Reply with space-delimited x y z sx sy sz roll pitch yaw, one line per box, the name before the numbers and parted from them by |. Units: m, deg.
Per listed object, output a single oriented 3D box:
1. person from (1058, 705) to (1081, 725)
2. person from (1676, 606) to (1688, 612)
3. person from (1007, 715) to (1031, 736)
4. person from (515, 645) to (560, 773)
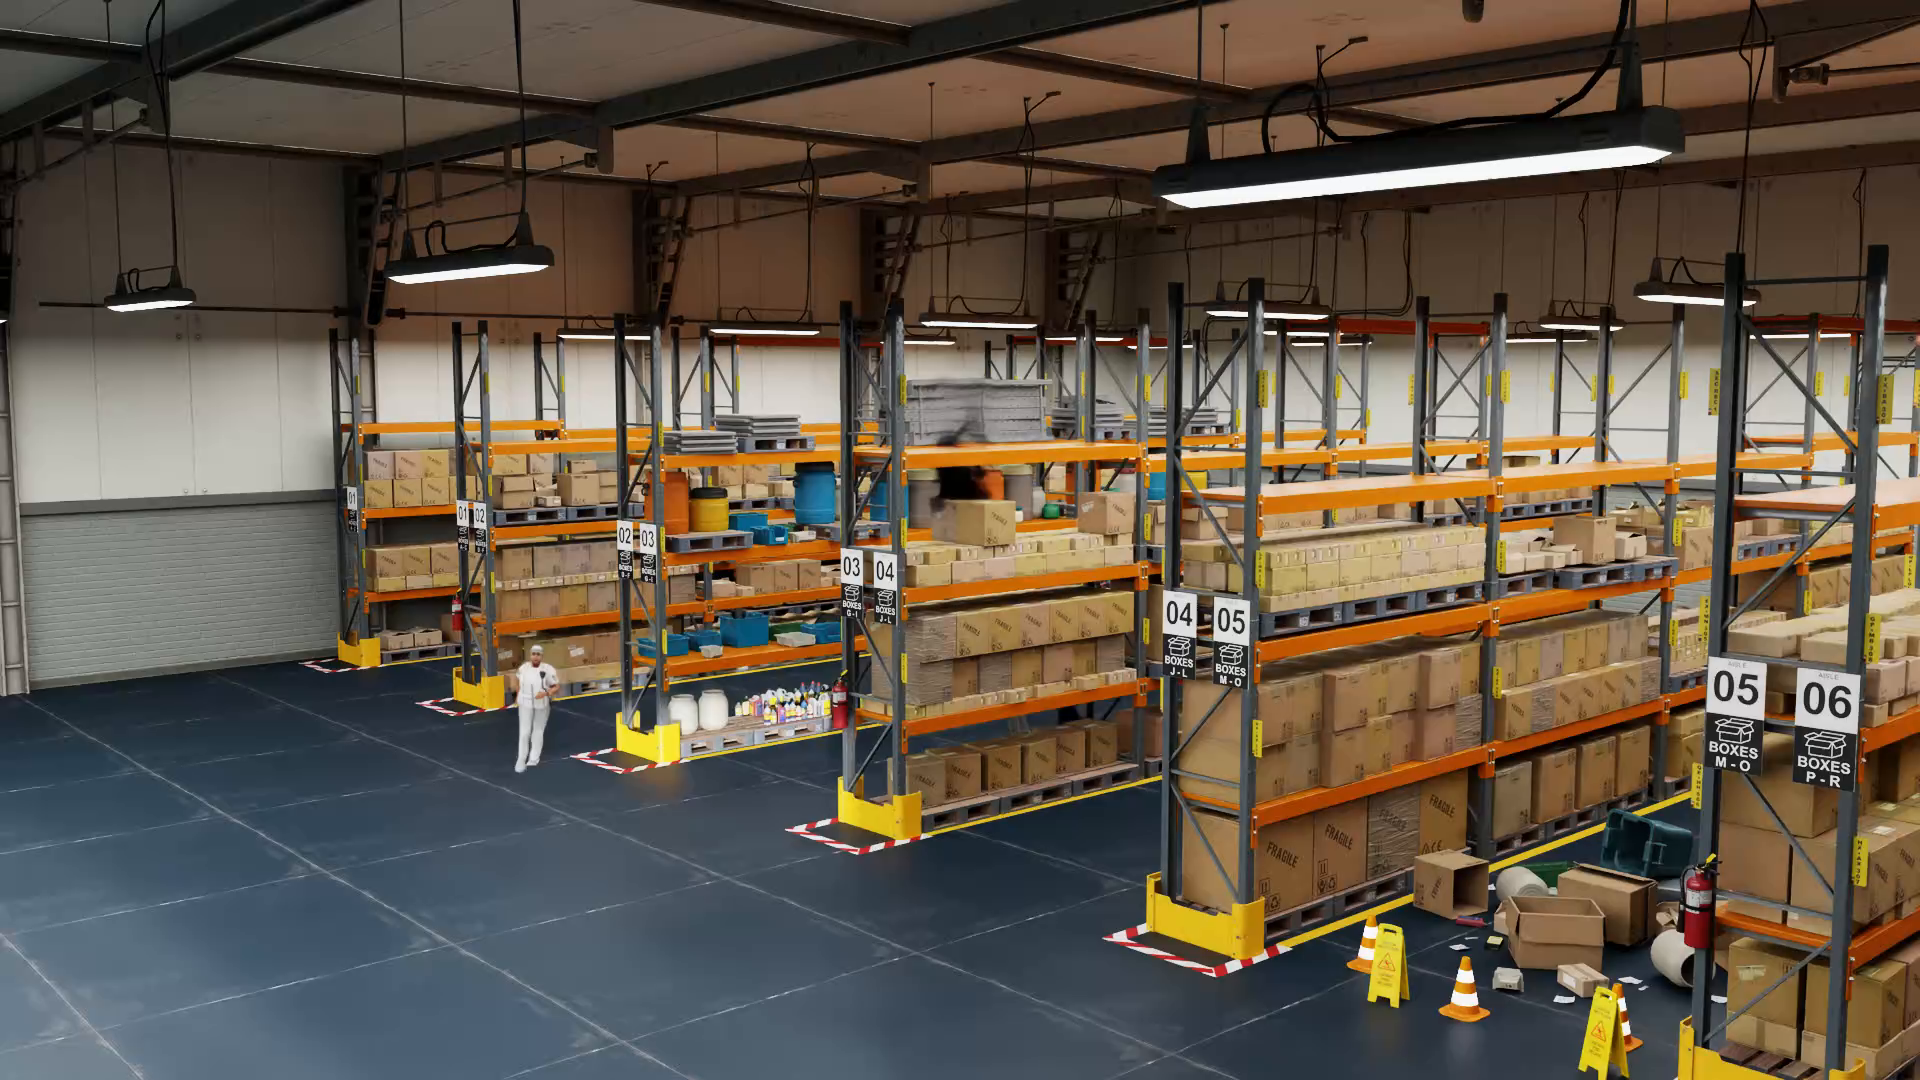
person | 1.504 2.017 23.627 0.782 1.705 0.597 -5 8 -44
person | 11.097 1.820 25.499 0.785 1.620 0.581 -4 7 -33
person | 0.762 2.030 22.739 0.660 1.845 0.790 5 8 44
person | -5.539 2.193 21.780 0.591 1.629 0.645 -1 6 -8
